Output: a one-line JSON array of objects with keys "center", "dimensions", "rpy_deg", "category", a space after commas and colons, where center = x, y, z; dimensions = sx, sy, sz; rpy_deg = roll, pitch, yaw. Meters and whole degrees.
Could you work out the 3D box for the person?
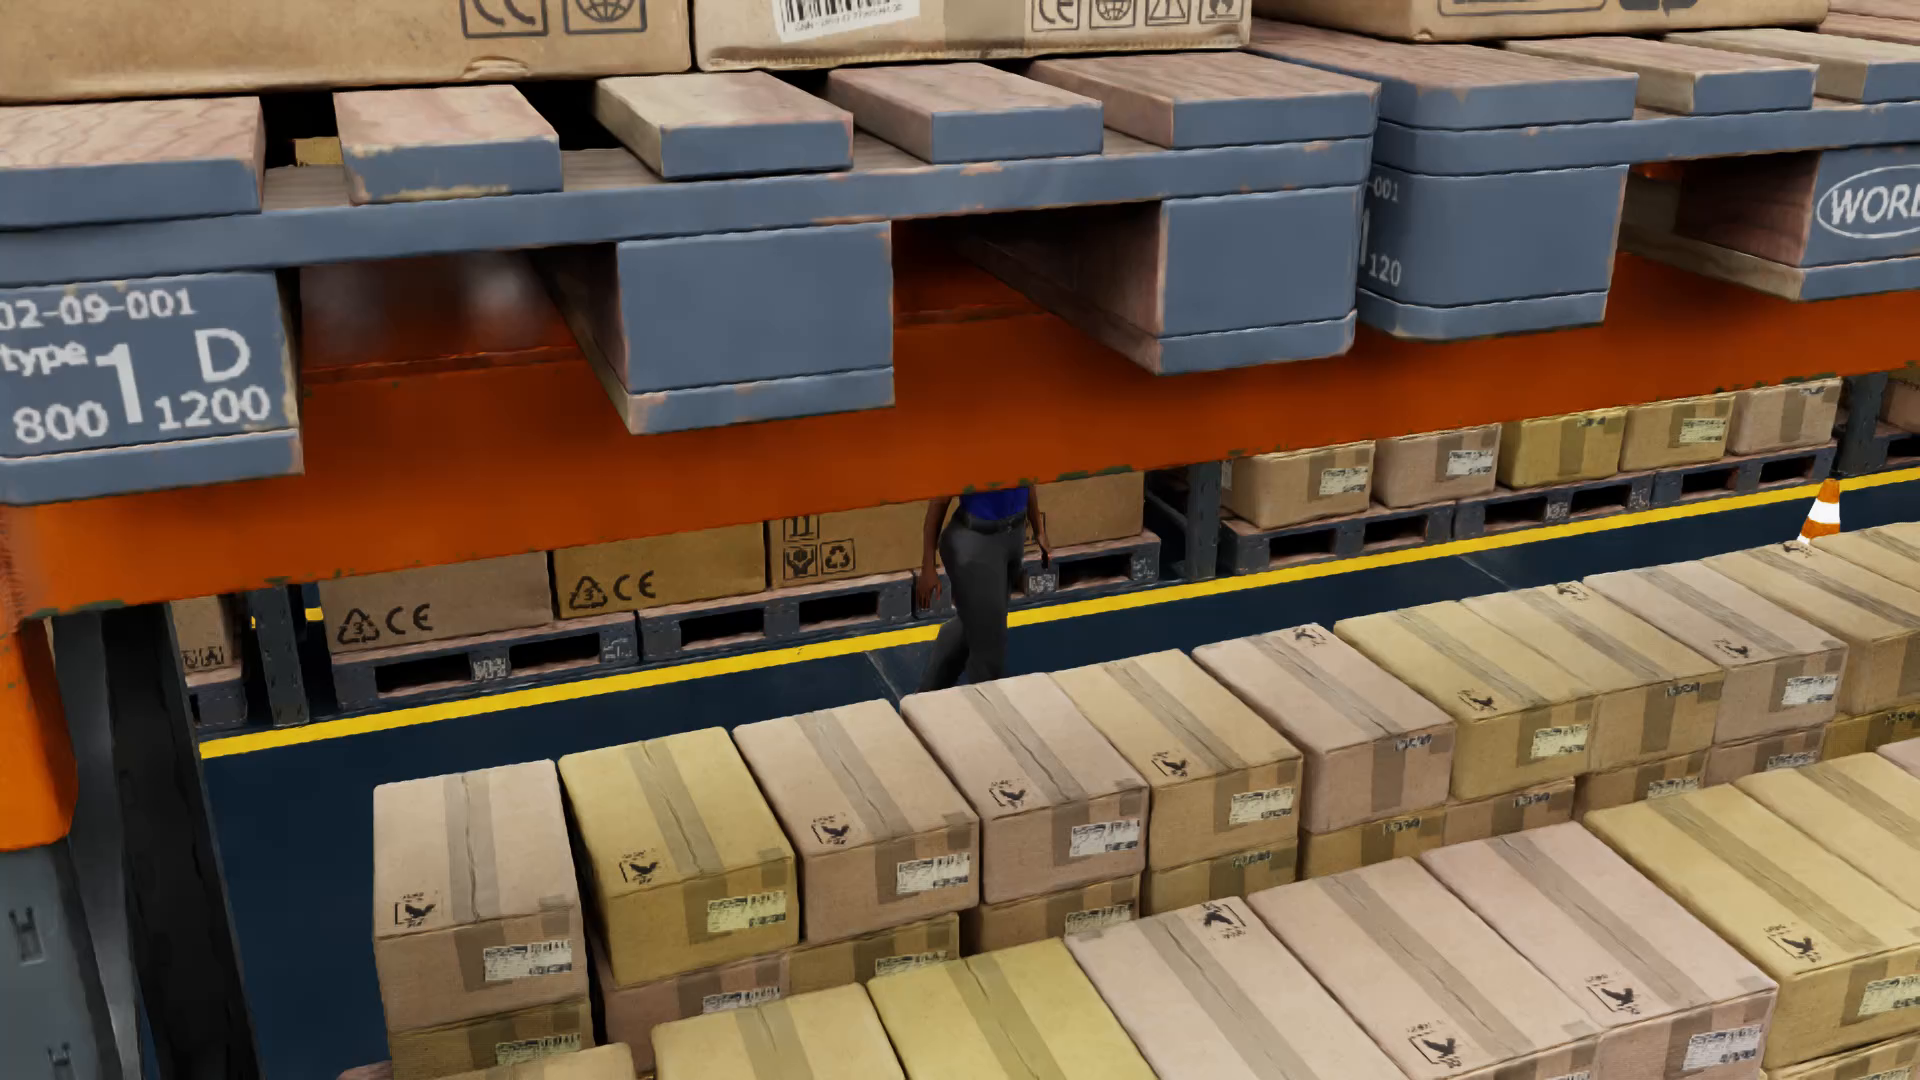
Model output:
[{"center": [0.053, 0.018, 6.063], "dimensions": [0.658, 1.651, 0.578], "rpy_deg": [15, 27, 32], "category": "person"}]
